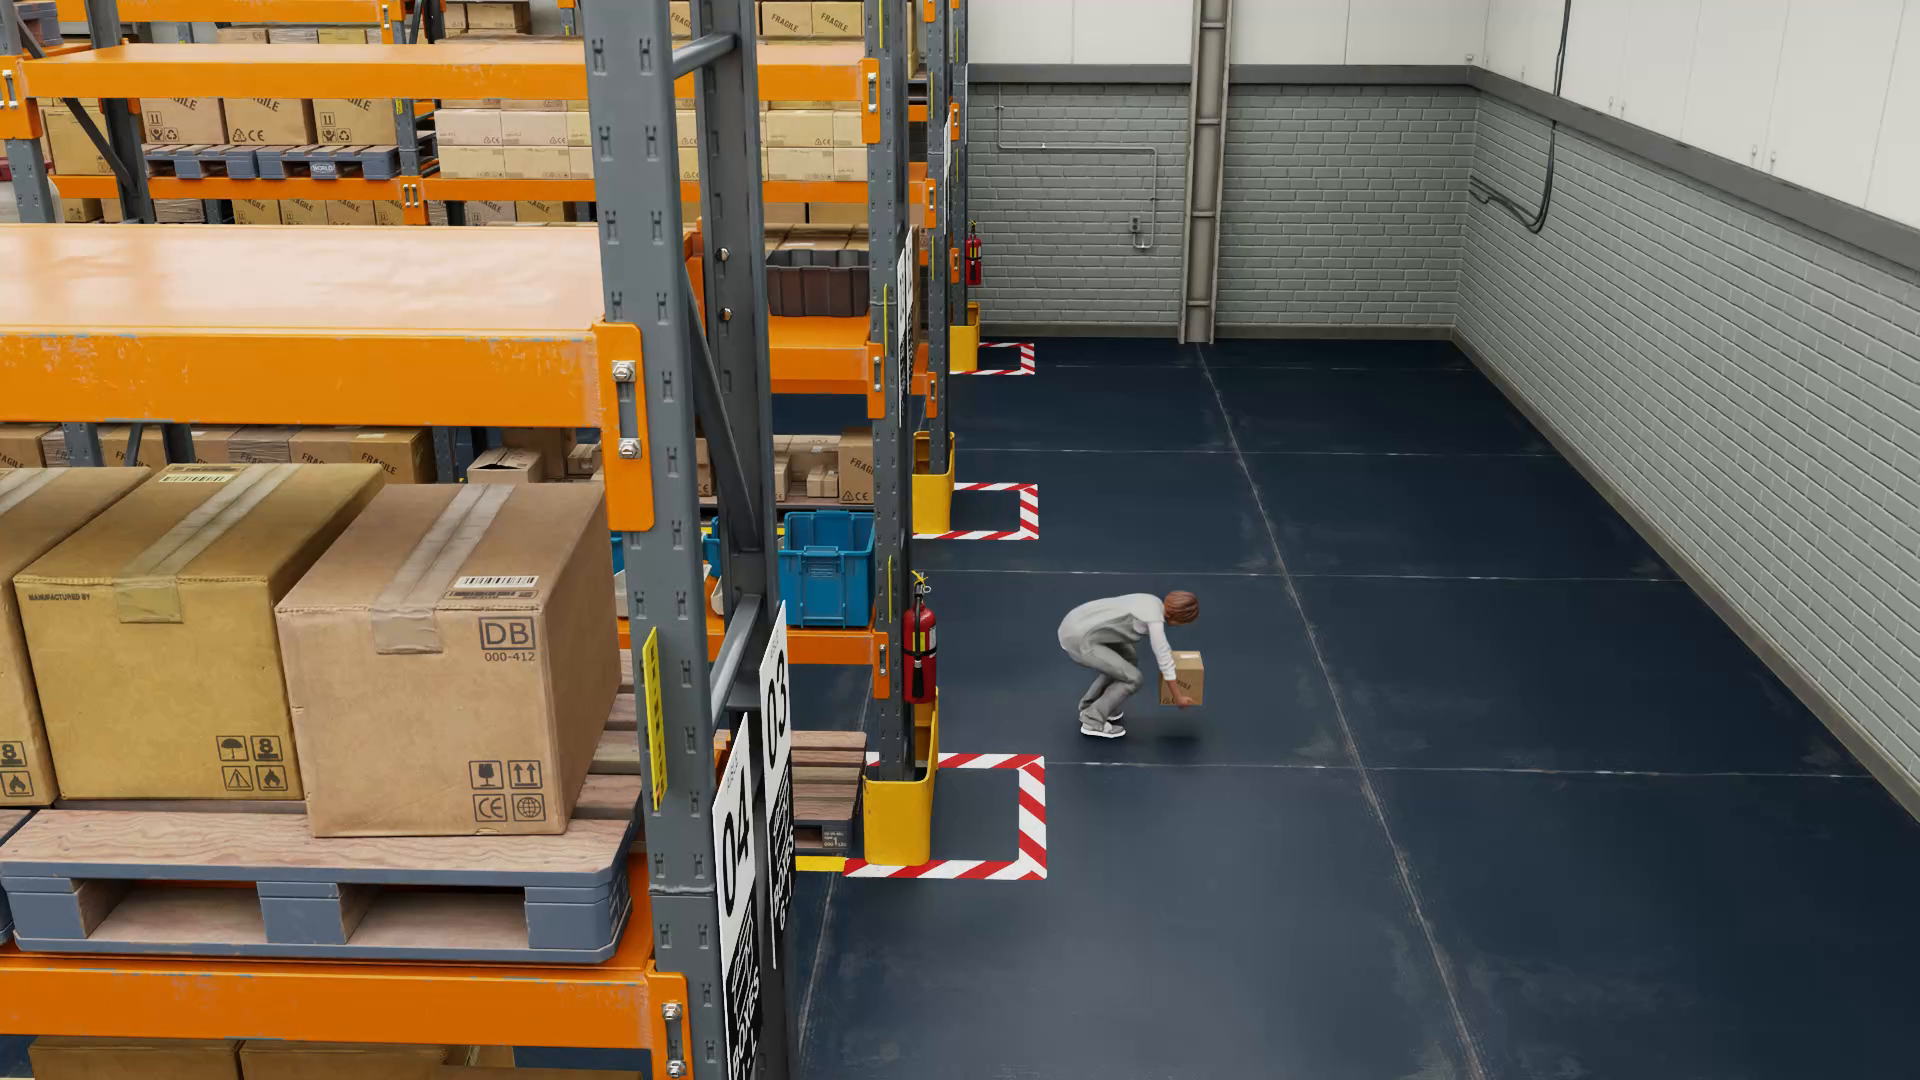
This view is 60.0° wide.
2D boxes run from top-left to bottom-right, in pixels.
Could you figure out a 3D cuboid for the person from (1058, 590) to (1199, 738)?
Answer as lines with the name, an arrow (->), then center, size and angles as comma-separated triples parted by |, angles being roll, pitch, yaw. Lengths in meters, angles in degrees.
person -> 1.019, 0.748, 10.162 | 0.854, 0.875, 0.432 | 0, 21, -1
